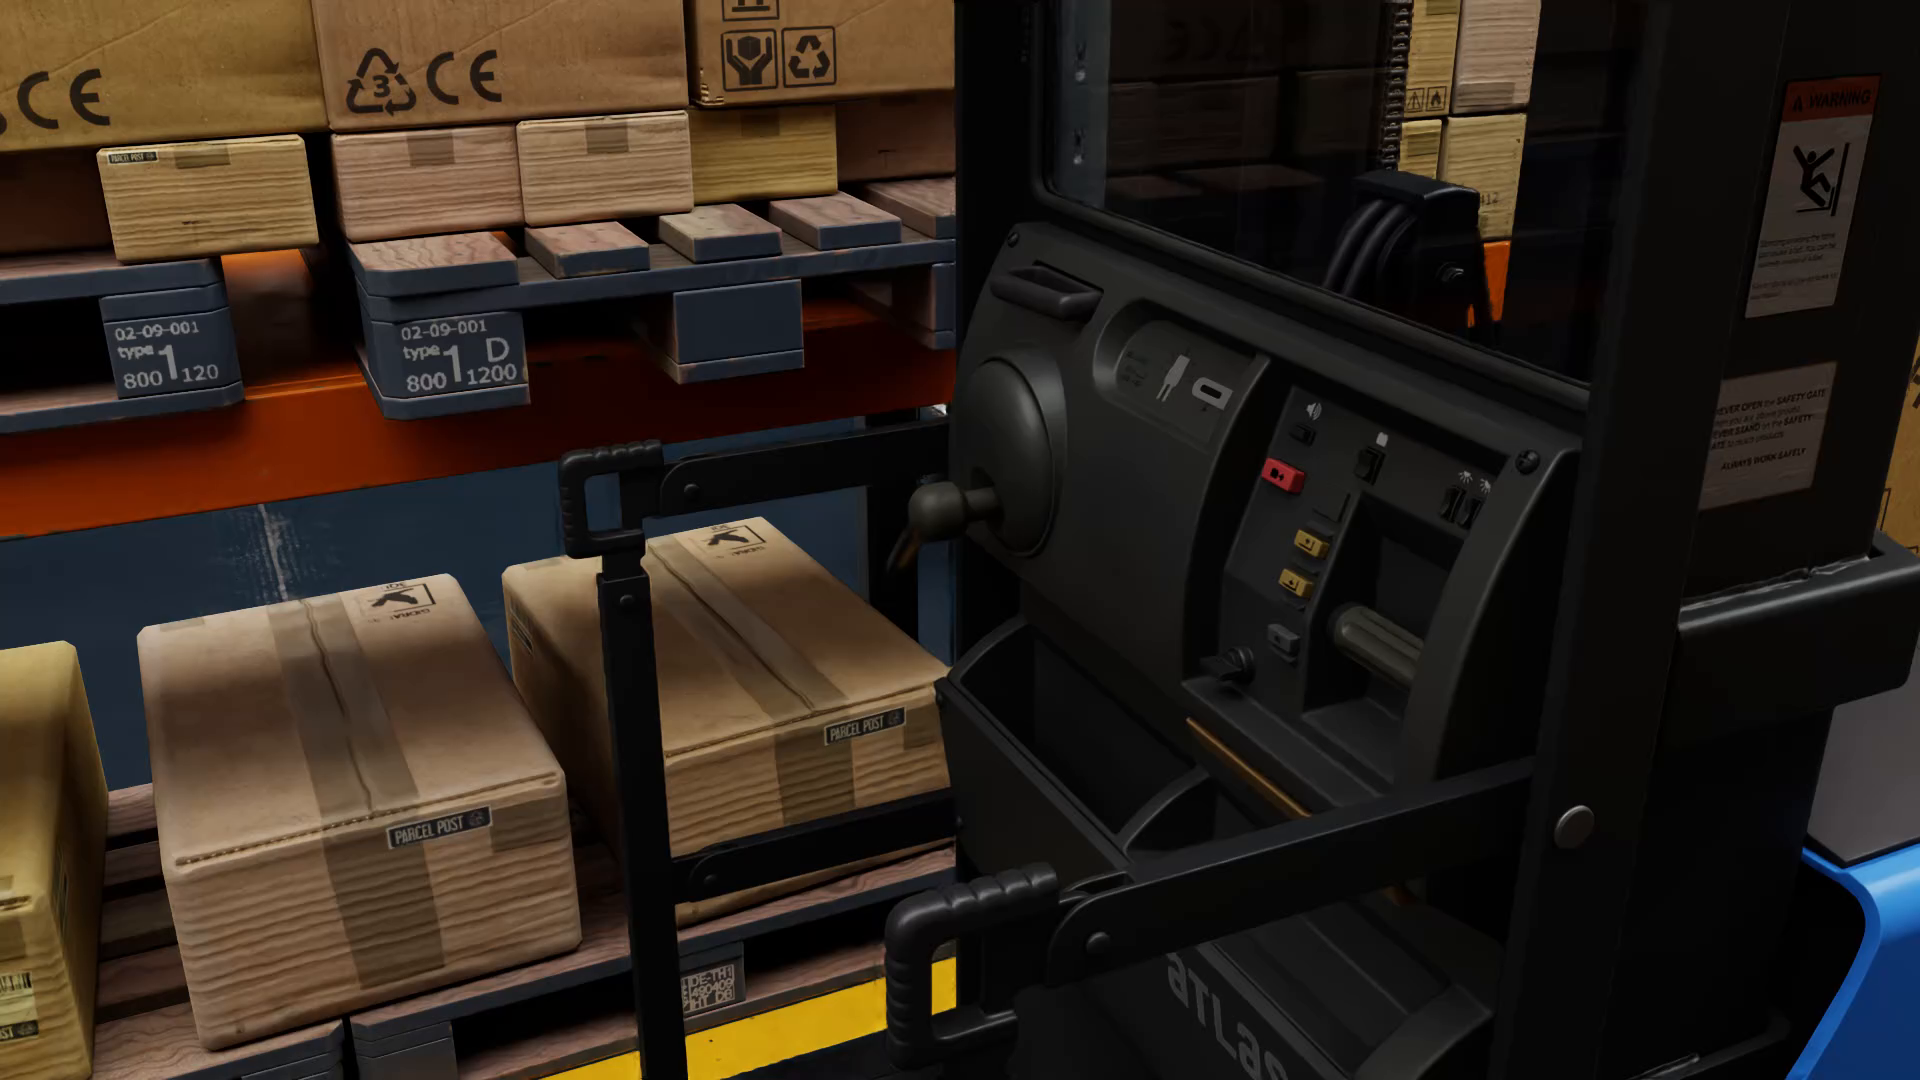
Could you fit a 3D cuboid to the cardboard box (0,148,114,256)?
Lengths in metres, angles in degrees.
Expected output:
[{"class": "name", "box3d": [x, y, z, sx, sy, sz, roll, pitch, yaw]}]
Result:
[{"class": "cardboard box", "box3d": [-1.344, -0.514, 2.349, 0.250, 0.149, 0.380, -10, 25, -23]}]

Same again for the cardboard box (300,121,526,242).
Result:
[{"class": "cardboard box", "box3d": [-0.821, -0.563, 2.466, 0.250, 0.149, 0.380, -12, 25, -26]}]

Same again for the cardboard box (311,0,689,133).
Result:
[{"class": "cardboard box", "box3d": [-0.729, -0.903, 2.440, 0.500, 0.500, 0.500, -11, 25, -24]}]

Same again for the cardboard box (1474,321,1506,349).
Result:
[{"class": "cardboard box", "box3d": [0.679, -0.084, 3.760, 0.875, 0.875, 0.875, -11, 25, -24]}]

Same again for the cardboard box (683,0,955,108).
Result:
[{"class": "cardboard box", "box3d": [-0.268, -0.992, 2.656, 0.500, 0.500, 0.500, -11, 25, -25]}]

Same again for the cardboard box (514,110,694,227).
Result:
[{"class": "cardboard box", "box3d": [-0.590, -0.602, 2.561, 0.250, 0.149, 0.380, -11, 25, -24]}]

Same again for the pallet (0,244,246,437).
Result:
[{"class": "pallet", "box3d": [-1.745, -0.355, 2.435, 1.213, 0.211, 1.003, -10, 25, -24]}]

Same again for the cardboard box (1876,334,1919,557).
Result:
[{"class": "cardboard box", "box3d": [2.290, -0.379, 4.472, 0.875, 0.875, 0.875, -10, 24, -22]}]

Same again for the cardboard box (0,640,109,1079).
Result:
[{"class": "cardboard box", "box3d": [-1.840, 0.574, 2.829, 0.625, 0.372, 0.950, -10, 24, -22]}]

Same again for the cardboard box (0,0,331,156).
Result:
[{"class": "cardboard box", "box3d": [-1.184, -0.818, 2.237, 0.500, 0.500, 0.500, -12, 25, -27]}]

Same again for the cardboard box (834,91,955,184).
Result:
[{"class": "cardboard box", "box3d": [-0.173, -0.728, 2.867, 0.250, 0.149, 0.380, -9, 24, -22]}]

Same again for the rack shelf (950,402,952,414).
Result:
[{"class": "rack shelf", "box3d": [0.007, -0.469, 5.059, 0.200, 0.077, 0.258, -10, 25, -24]}]

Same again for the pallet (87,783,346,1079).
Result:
[{"class": "pallet", "box3d": [-1.782, 0.833, 2.962, 1.213, 0.211, 1.003, -10, 25, -24]}]

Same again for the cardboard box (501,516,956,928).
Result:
[{"class": "cardboard box", "box3d": [-0.493, 0.325, 3.430, 0.625, 0.372, 0.950, -12, 25, -27]}]

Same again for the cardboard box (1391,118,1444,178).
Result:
[{"class": "cardboard box", "box3d": [0.571, -0.711, 3.241, 0.500, 0.250, 0.500, -11, 25, -25]}]

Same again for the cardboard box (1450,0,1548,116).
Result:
[{"class": "cardboard box", "box3d": [1.051, -1.032, 3.363, 0.500, 0.250, 0.500, -10, 24, -22]}]

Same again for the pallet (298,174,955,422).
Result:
[{"class": "pallet", "box3d": [-0.575, -0.542, 2.889, 1.003, 0.211, 1.213, -10, 25, -24]}]

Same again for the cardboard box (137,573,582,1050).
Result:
[{"class": "cardboard box", "box3d": [-1.154, 0.450, 3.128, 0.625, 0.372, 0.950, -11, 25, -25]}]

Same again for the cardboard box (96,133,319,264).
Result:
[{"class": "cardboard box", "box3d": [-1.063, -0.512, 2.344, 0.250, 0.149, 0.380, -10, 24, -23]}]

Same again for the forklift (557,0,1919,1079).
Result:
[{"class": "forklift", "box3d": [0.040, -0.076, 1.601, 3.031, 2.935, 1.130, -10, 25, -23]}]

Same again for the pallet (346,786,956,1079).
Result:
[{"class": "pallet", "box3d": [-0.684, 0.632, 3.448, 1.213, 0.211, 1.003, -10, 25, -24]}]

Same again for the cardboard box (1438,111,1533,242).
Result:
[{"class": "cardboard box", "box3d": [1.026, -0.802, 3.462, 0.500, 0.250, 0.500, -11, 25, -25]}]

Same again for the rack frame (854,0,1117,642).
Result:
[{"class": "rack frame", "box3d": [0.021, -0.786, 3.226, 0.127, 3.000, 1.000, -10, 25, -24]}]

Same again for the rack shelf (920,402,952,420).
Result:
[{"class": "rack shelf", "box3d": [0.007, -0.386, 5.094, 0.200, 0.077, 0.258, -10, 25, -24]}]

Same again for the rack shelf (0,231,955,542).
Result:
[{"class": "rack shelf", "box3d": [-1.781, -0.122, 2.562, 4.000, 0.370, 1.077, -10, 25, -24]}]

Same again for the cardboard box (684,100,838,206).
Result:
[{"class": "cardboard box", "box3d": [-0.383, -0.659, 2.699, 0.250, 0.149, 0.380, -10, 25, -23]}]

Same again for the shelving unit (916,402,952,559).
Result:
[{"class": "shelving unit", "box3d": [0.007, -0.417, 5.081, 0.210, 0.900, 0.258, -10, 25, -24]}]

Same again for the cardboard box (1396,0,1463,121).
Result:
[{"class": "cardboard box", "box3d": [0.584, -0.946, 3.157, 0.500, 0.250, 0.500, -11, 25, -24]}]

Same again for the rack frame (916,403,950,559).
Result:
[{"class": "rack frame", "box3d": [-0.084, -0.400, 5.040, 0.006, 0.900, 0.240, -10, 25, -24]}]

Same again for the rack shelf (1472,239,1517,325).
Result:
[{"class": "rack shelf", "box3d": [1.823, -0.785, 4.165, 4.000, 0.370, 1.077, -10, 25, -24]}]
